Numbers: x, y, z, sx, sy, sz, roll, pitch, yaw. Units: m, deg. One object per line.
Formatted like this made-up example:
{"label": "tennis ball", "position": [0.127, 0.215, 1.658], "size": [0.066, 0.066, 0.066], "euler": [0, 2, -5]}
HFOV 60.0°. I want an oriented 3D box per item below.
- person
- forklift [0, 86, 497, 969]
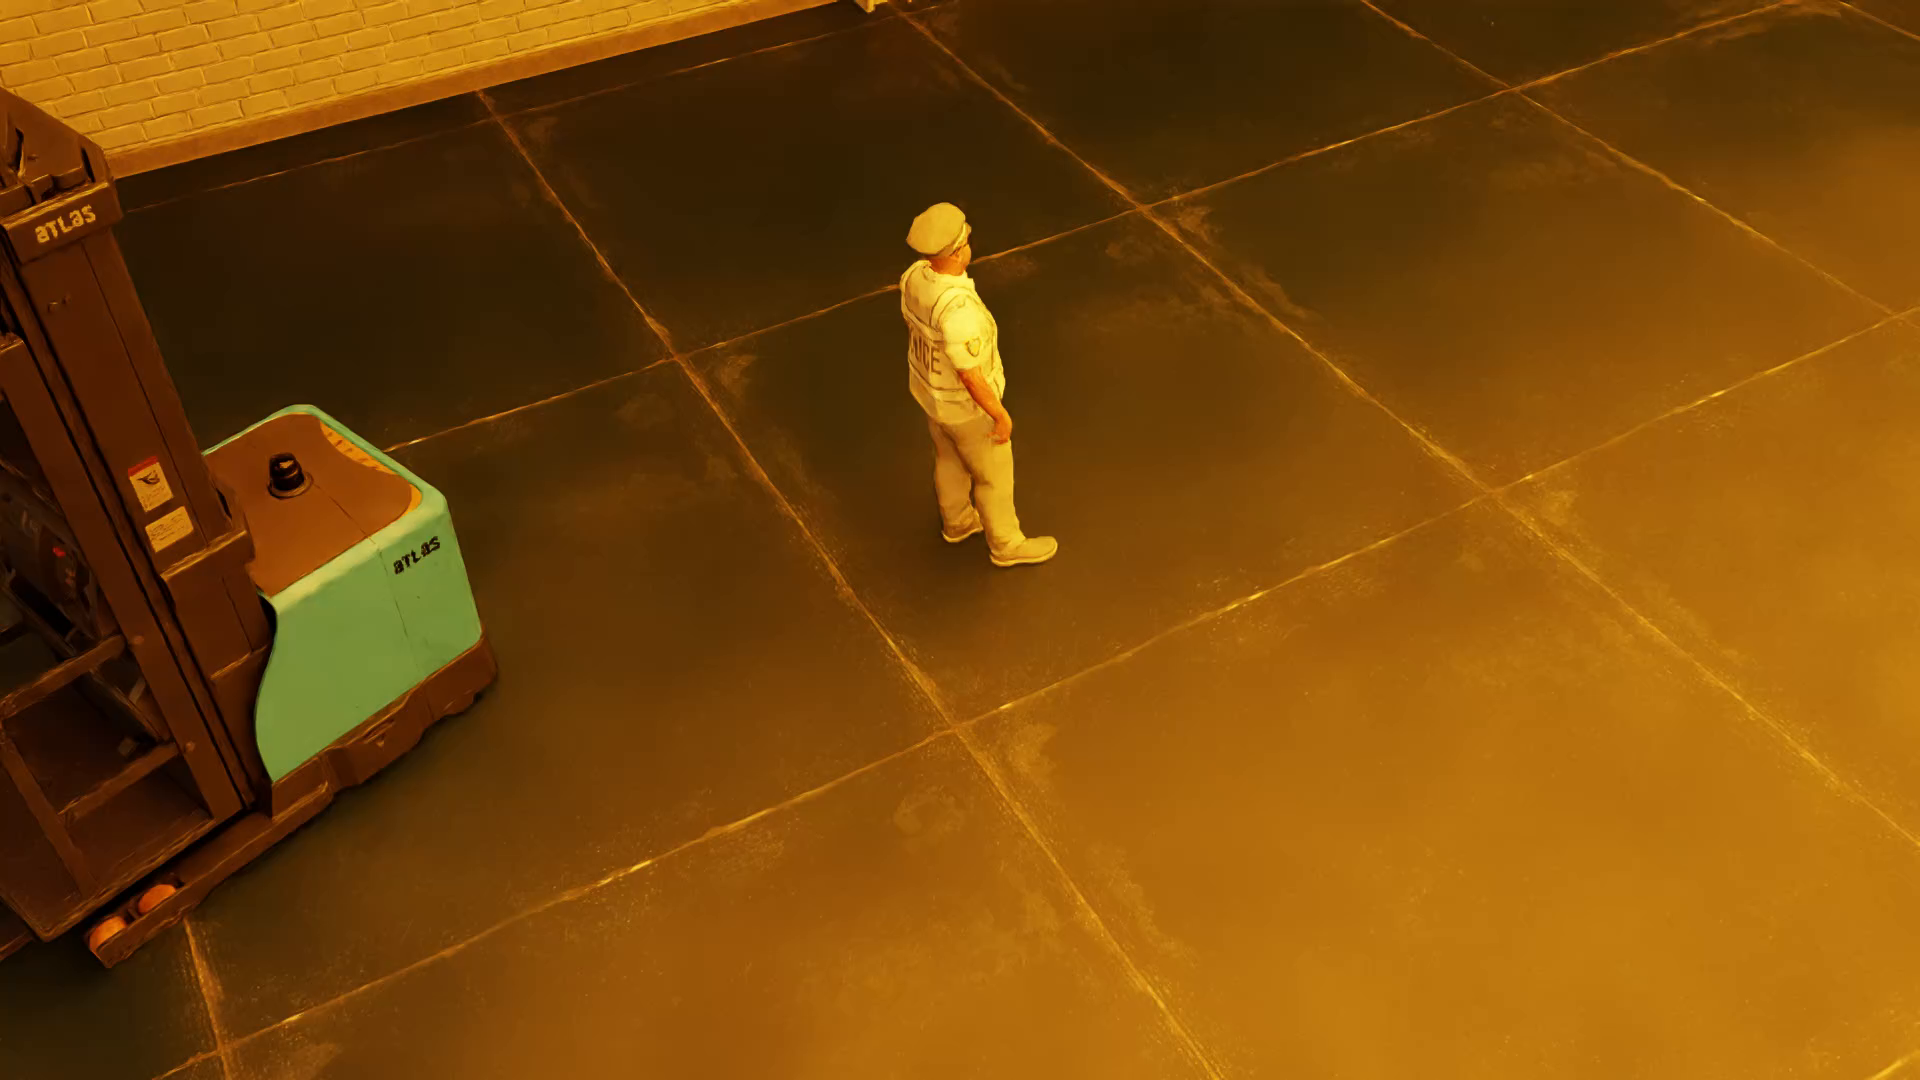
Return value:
{"label": "person", "position": [0.073, -0.679, 7.263], "size": [0.574, 1.781, 0.640], "euler": [-21, 47, -21]}
{"label": "forklift", "position": [-3.322, 0.099, 5.591], "size": [1.130, 2.935, 3.031], "euler": [30, 50, 28]}
